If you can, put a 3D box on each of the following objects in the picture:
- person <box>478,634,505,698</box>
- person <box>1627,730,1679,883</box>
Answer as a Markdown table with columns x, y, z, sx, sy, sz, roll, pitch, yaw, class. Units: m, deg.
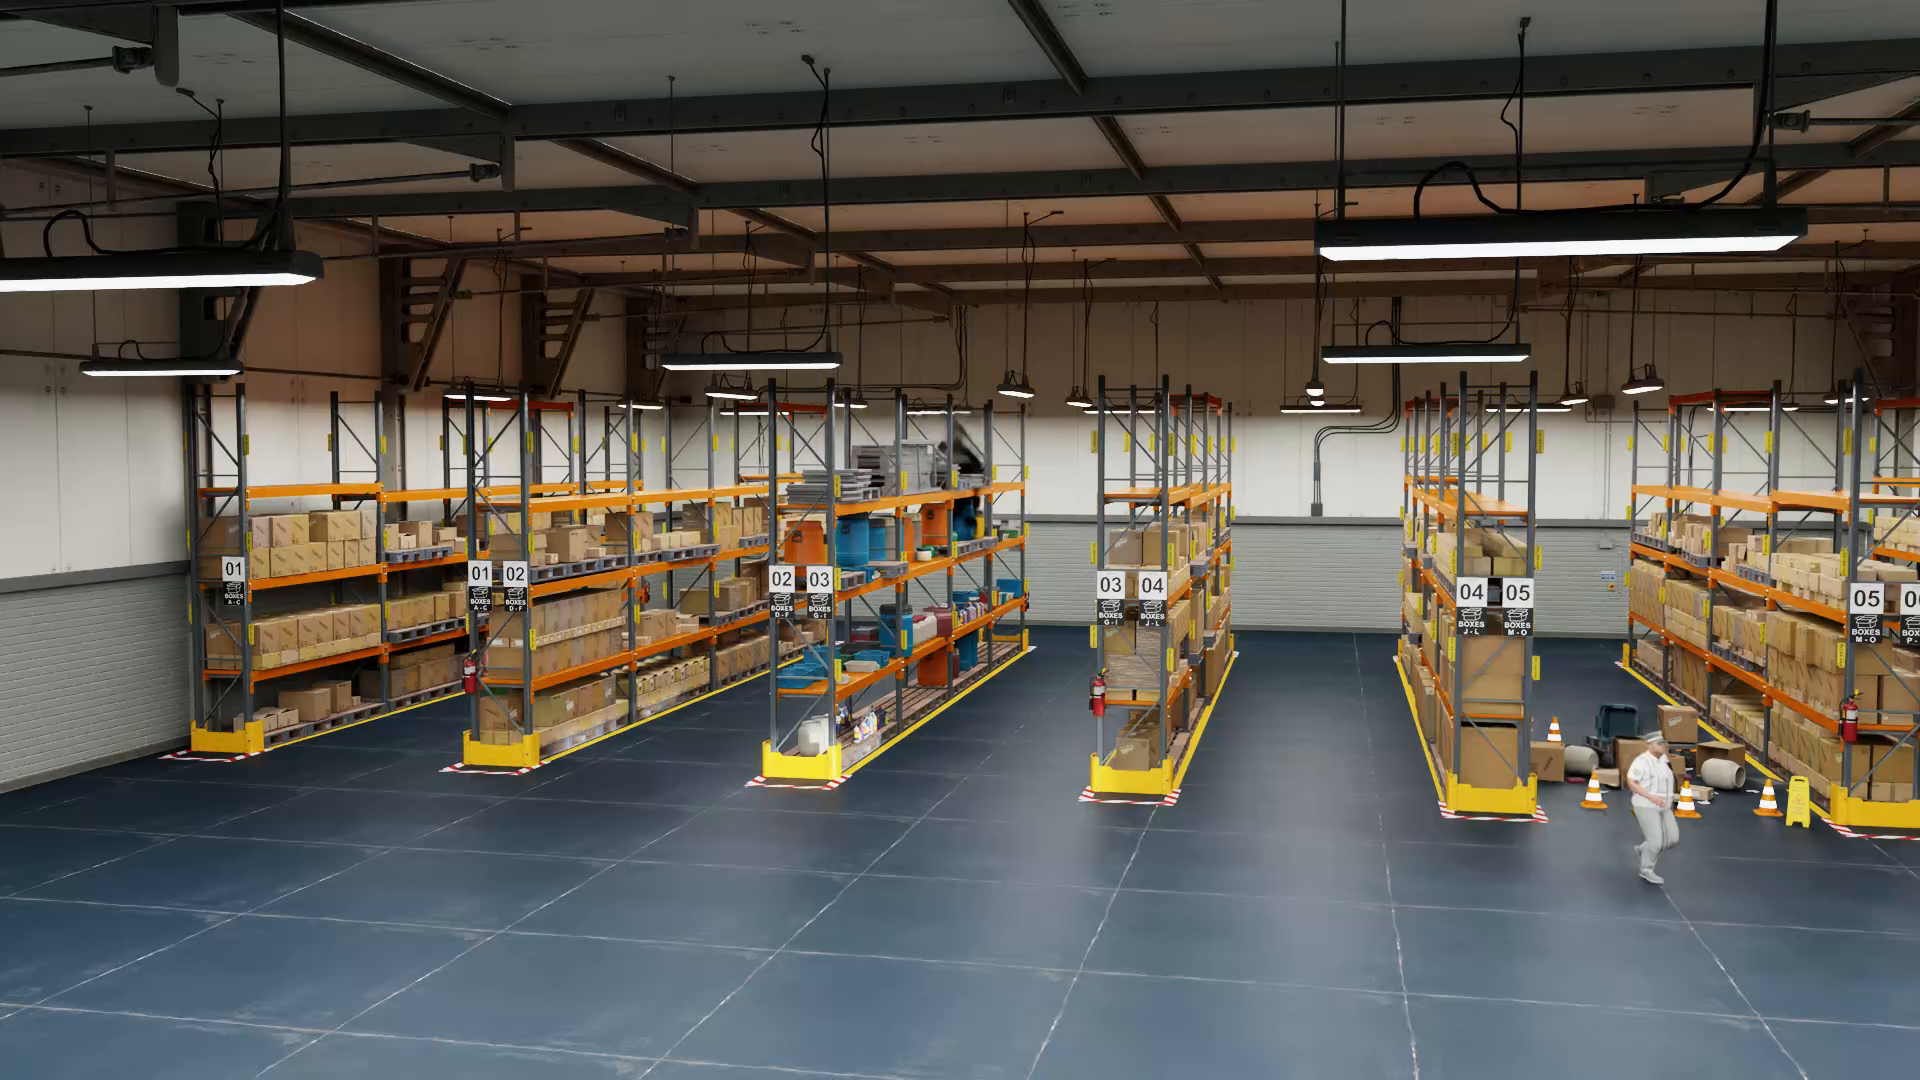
| x | y | z | sx | sy | sz | roll | pitch | yaw | class |
| --- | --- | --- | --- | --- | --- | --- | --- | --- | --- |
| -8.244 | 2.459 | 29.362 | 0.659 | 1.731 | 0.635 | 0 | 3 | -3 | person |
| 7.943 | 3.040 | 19.071 | 0.669 | 1.750 | 0.580 | -2 | 4 | -28 | person |
